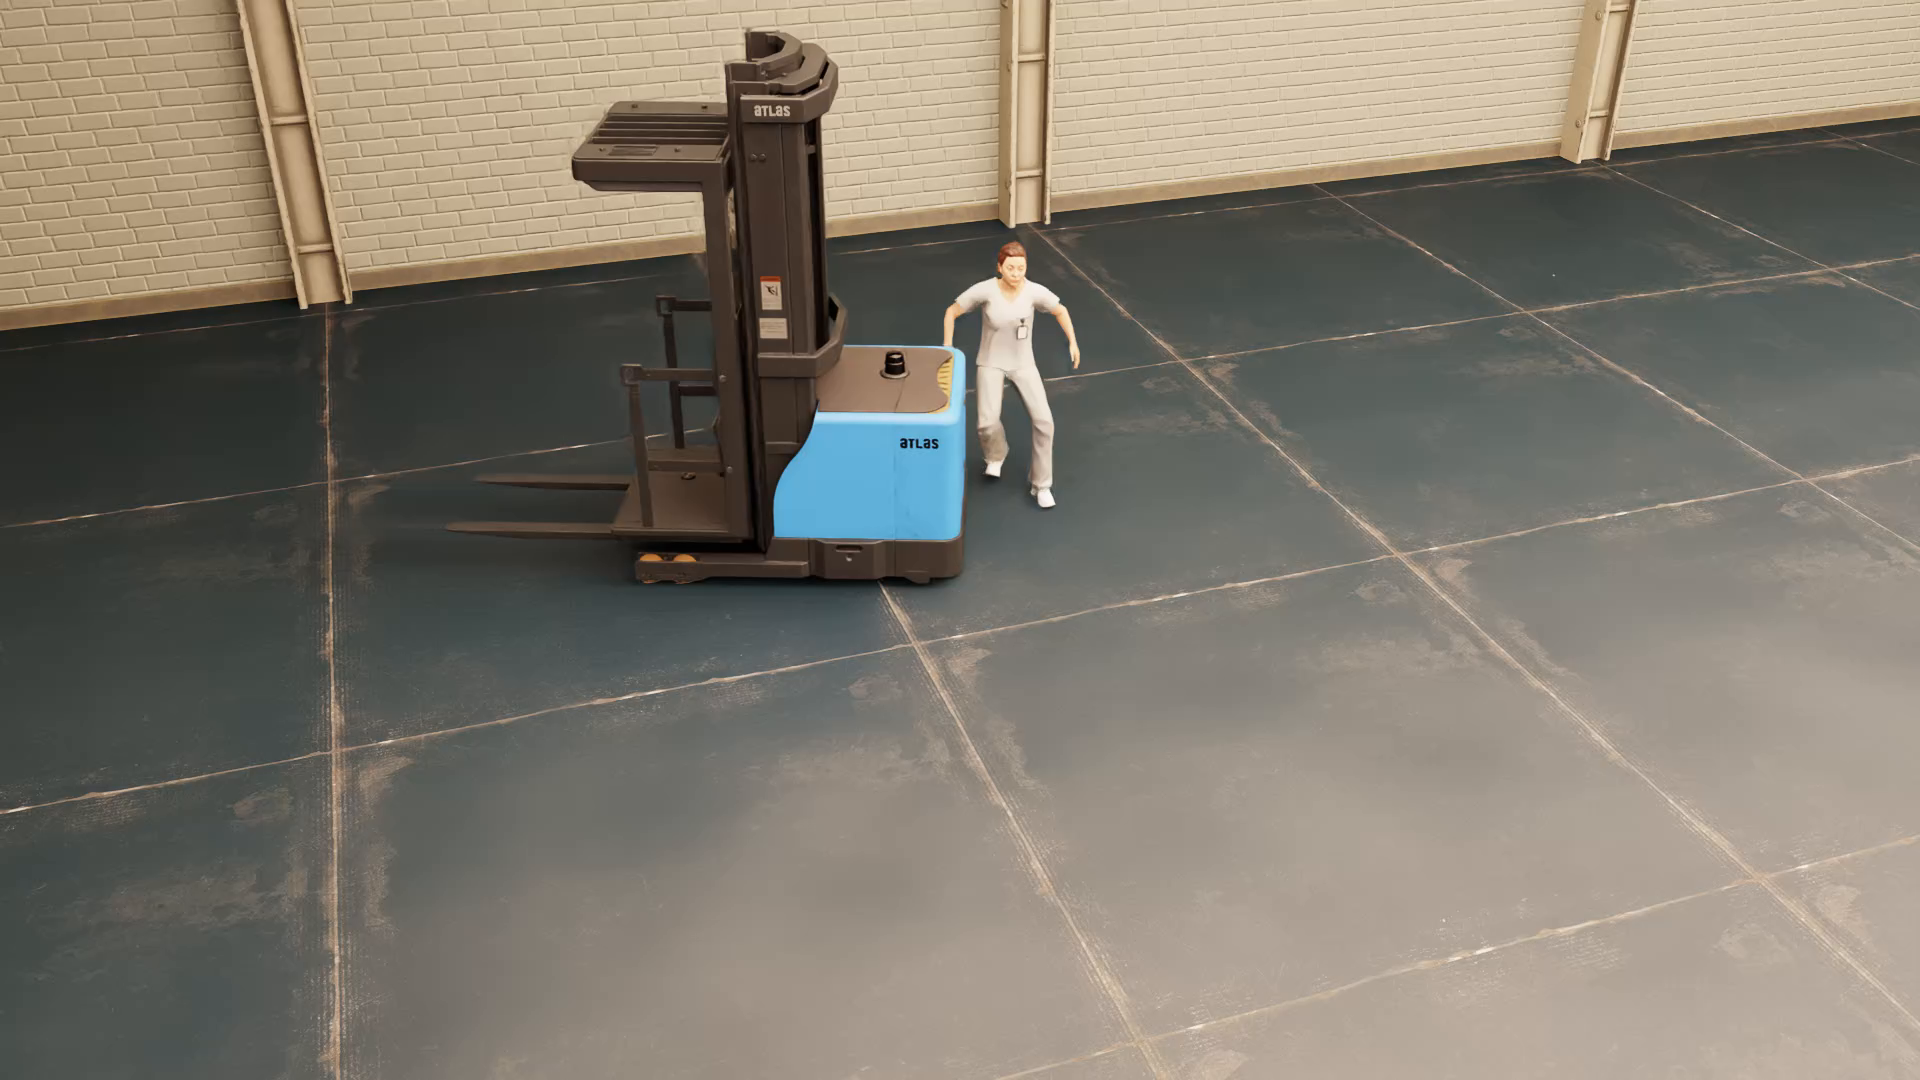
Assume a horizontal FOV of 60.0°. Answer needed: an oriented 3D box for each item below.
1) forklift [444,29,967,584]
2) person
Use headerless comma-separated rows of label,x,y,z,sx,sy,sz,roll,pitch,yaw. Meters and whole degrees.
forklift,-1.485,-1.279,9.311,3.031,2.935,1.130,1,30,2
person,0.324,-1.009,10.207,0.851,1.598,0.629,-1,30,-3
